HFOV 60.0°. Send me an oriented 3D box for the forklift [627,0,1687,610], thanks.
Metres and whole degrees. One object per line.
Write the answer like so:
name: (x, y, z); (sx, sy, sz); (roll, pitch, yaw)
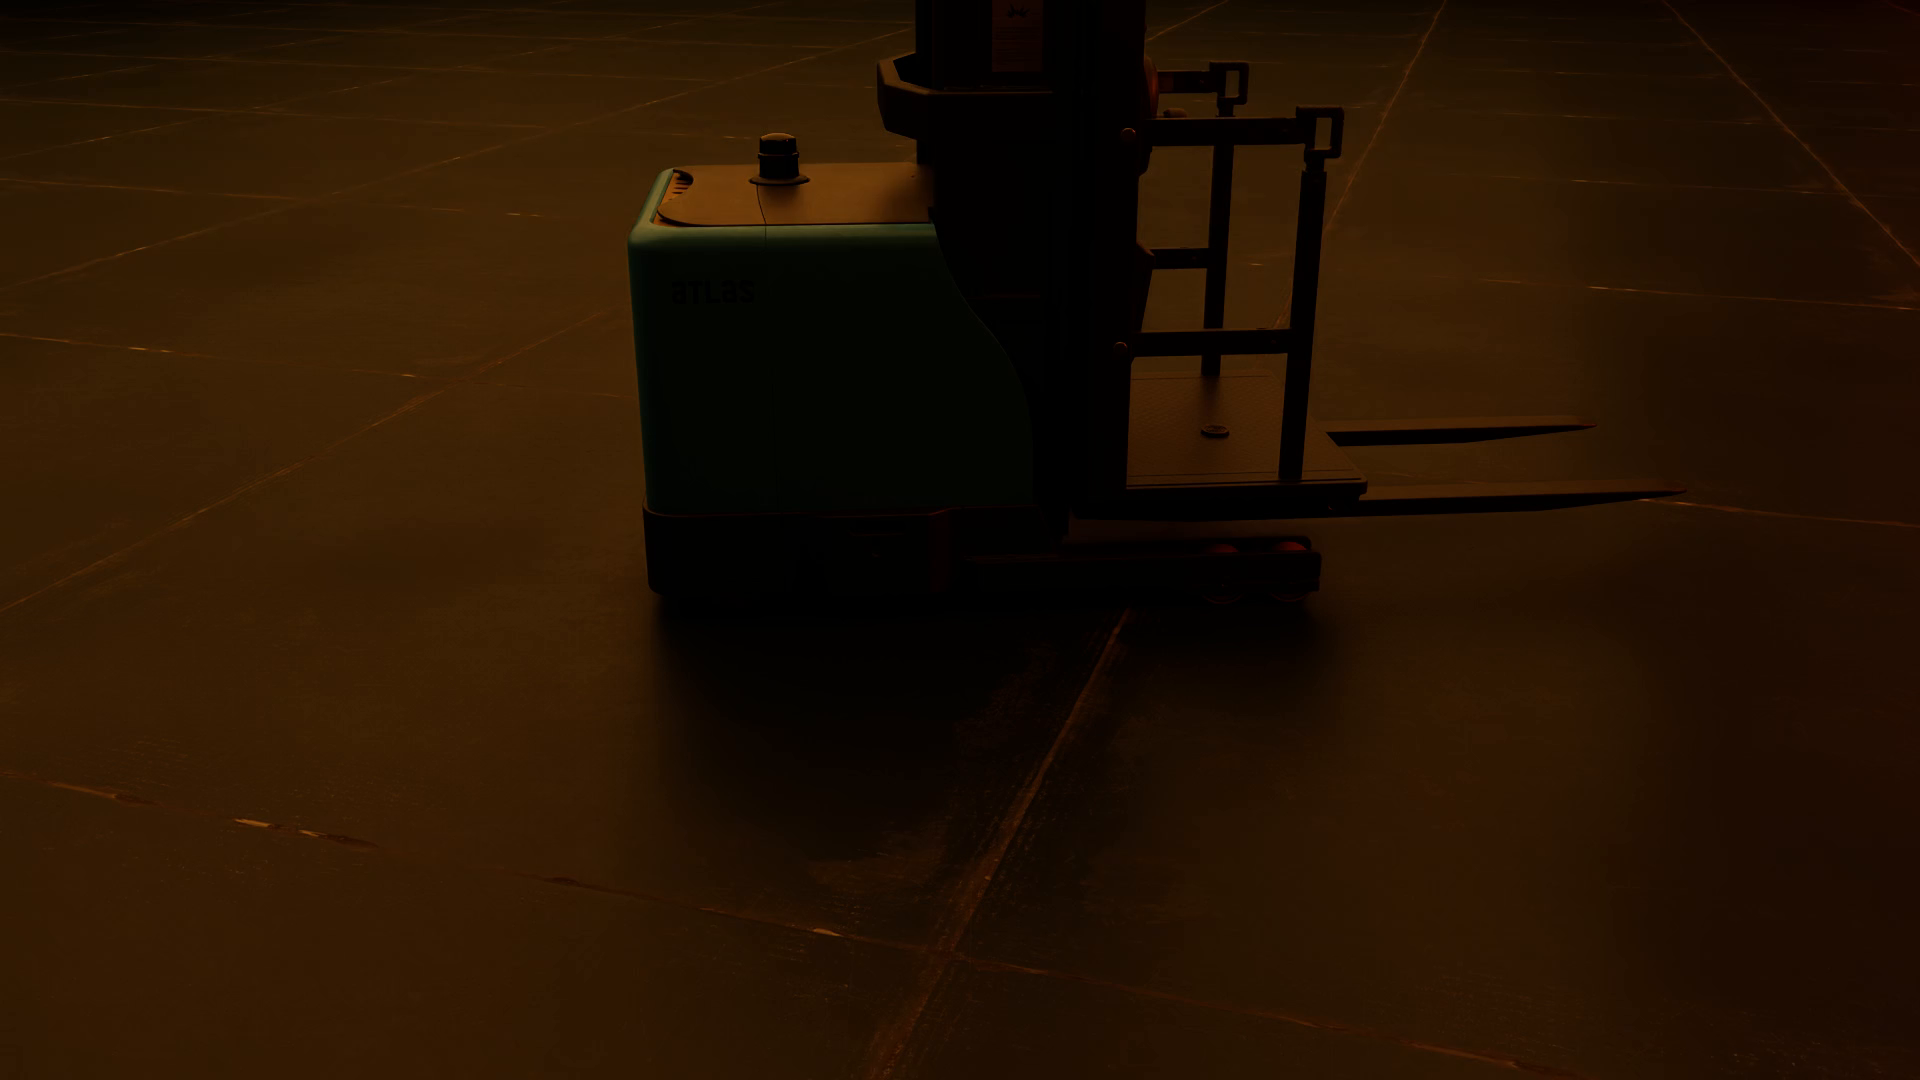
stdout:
forklift: (0.606, -1.374, 4.608); (3.031, 2.935, 1.130); (-2, 23, -4)
